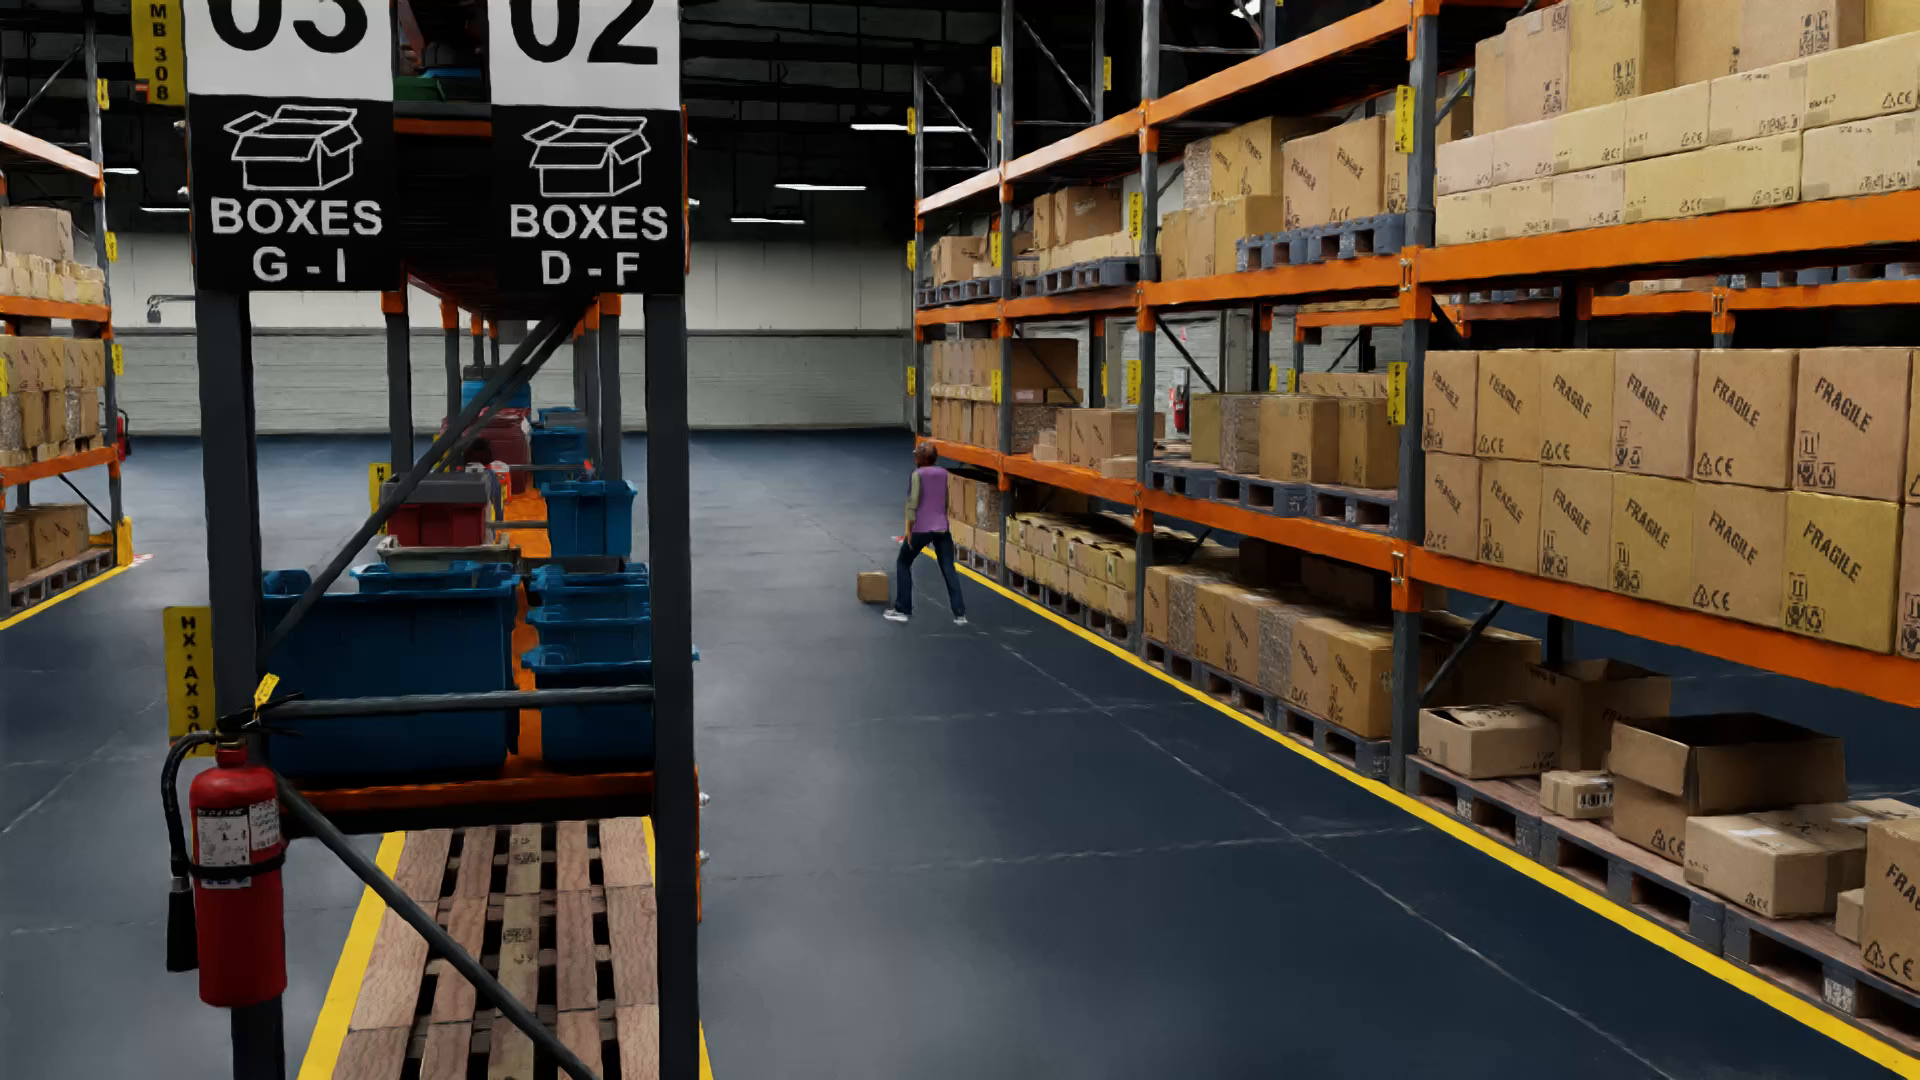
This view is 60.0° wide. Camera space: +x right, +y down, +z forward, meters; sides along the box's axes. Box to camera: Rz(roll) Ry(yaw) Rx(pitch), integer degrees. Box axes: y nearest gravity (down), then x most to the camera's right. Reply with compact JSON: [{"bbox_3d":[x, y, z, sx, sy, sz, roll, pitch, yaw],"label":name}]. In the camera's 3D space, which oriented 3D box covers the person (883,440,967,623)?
[{"bbox_3d":[-0.272,-0.017,14.123,0.515,1.431,0.726,-4,8,-32],"label":"person"}]
